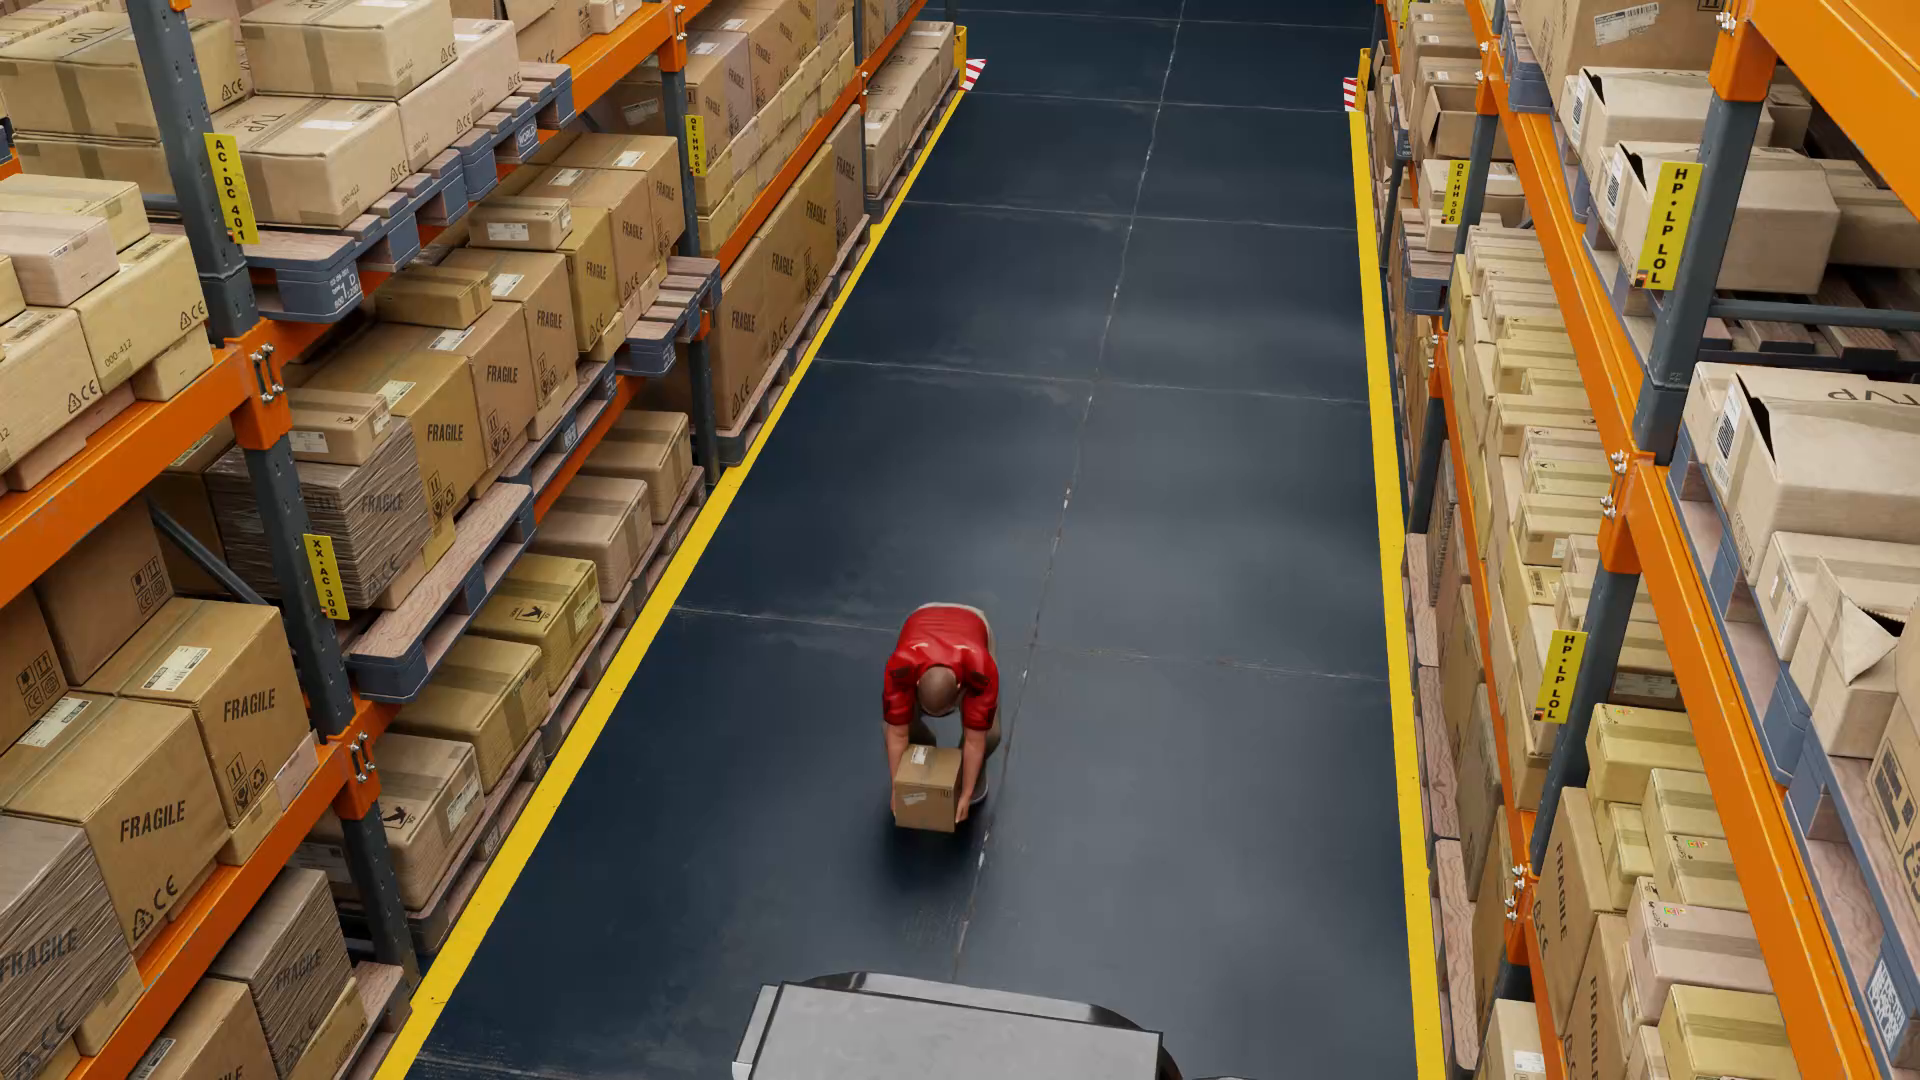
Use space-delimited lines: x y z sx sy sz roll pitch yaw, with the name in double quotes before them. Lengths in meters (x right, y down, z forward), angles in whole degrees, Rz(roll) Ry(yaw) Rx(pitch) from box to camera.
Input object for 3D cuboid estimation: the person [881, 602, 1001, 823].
"person" -0.082 0.747 7.174 0.528 0.979 0.896 4 32 6
